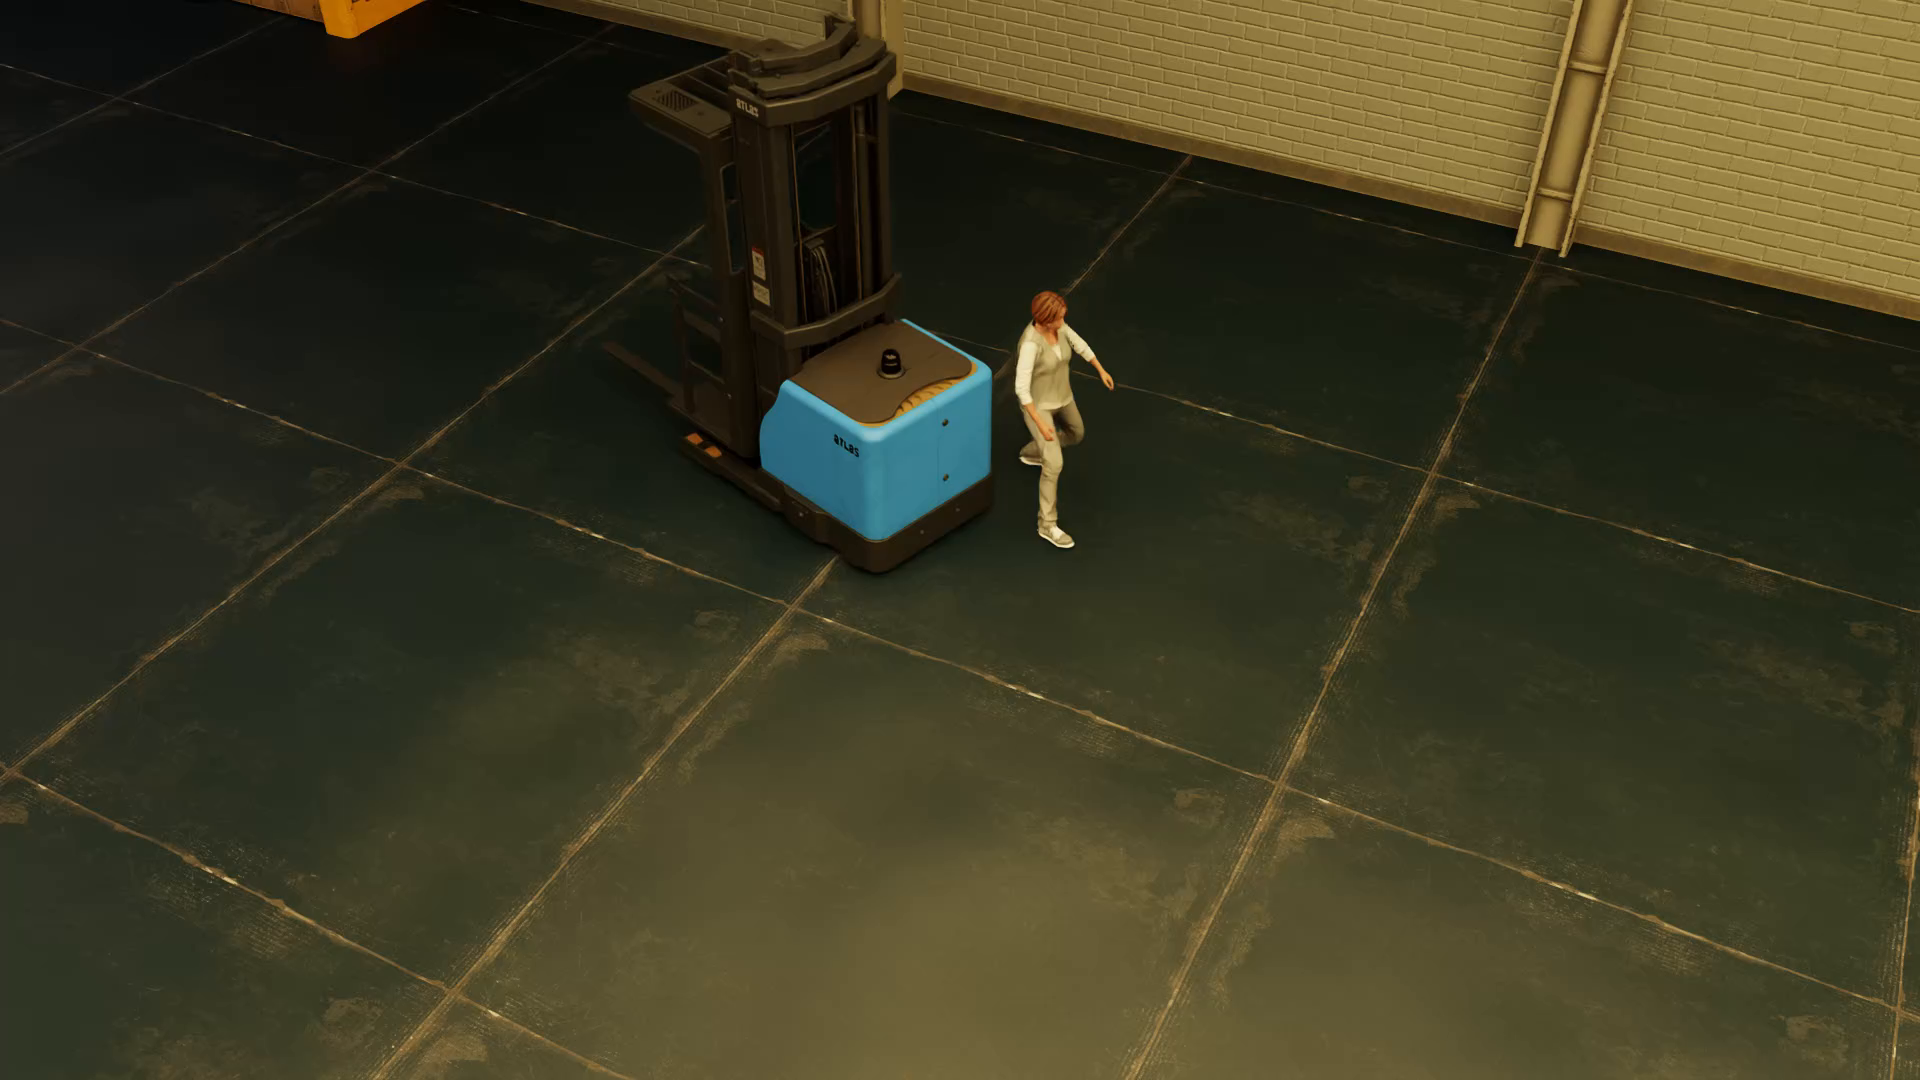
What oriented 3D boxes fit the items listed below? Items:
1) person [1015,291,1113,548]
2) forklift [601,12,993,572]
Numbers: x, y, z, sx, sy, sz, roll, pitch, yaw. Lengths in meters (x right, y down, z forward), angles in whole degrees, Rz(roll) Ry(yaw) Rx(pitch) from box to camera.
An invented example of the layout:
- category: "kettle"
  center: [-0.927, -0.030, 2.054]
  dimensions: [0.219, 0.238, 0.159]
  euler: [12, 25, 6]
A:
- category: "person"
  center: [0.596, -0.828, 10.123]
  dimensions: [0.725, 1.459, 0.779]
  euler: [28, 48, 29]
- category: "forklift"
  center: [-1.189, -1.773, 10.092]
  dimensions: [1.130, 2.935, 3.031]
  euler: [-33, 50, -33]
